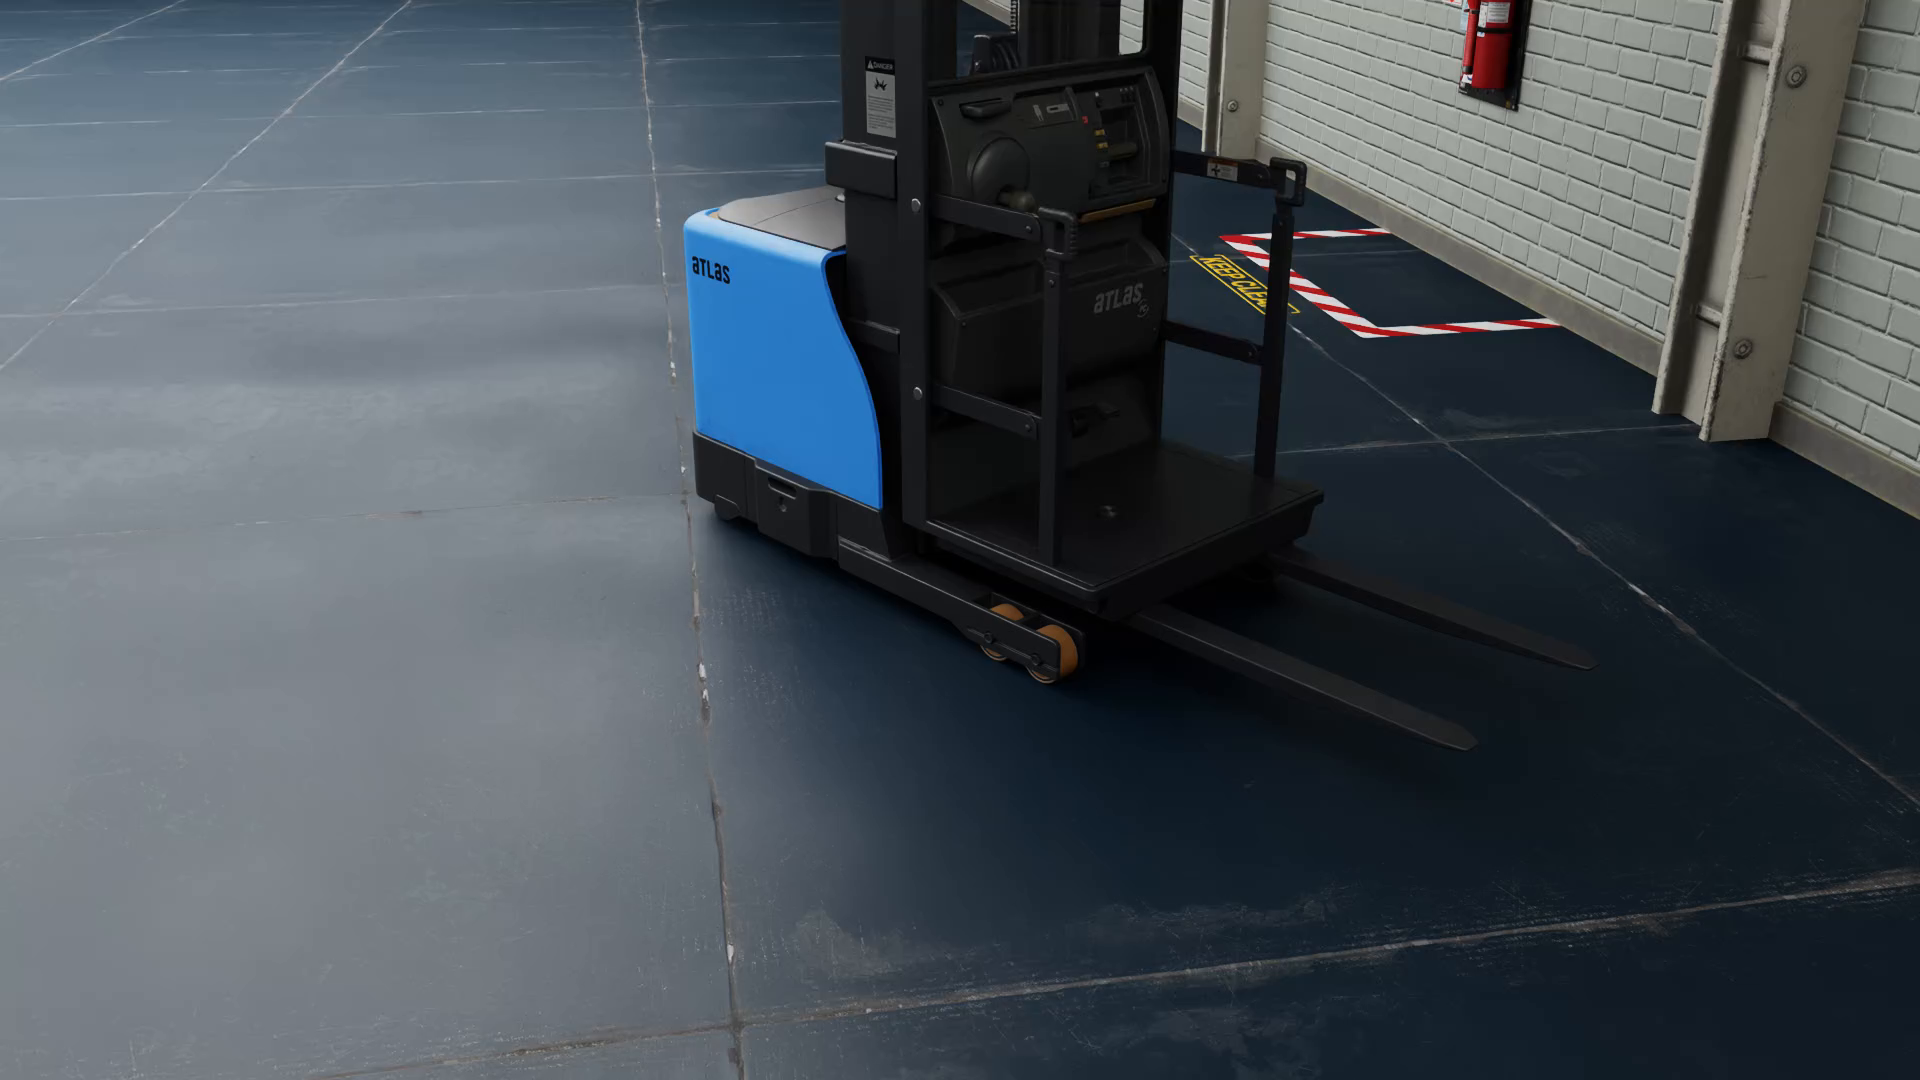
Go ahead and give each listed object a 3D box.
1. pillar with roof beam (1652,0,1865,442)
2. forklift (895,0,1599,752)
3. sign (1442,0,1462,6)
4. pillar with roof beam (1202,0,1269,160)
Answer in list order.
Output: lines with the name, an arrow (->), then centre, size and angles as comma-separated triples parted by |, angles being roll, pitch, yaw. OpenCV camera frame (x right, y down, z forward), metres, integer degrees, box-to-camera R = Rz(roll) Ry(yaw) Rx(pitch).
pillar with roof beam -> -1.133, -4.287, 4.323 | 9.100, 9.000, 0.400 | -4, 24, -10
forklift -> 0.423, -1.158, 4.740 | 1.110, 2.935, 3.031 | -21, 31, -39
sign -> 2.678, -3.073, 8.993 | 0.001, 0.329, 0.234 | -4, 24, -10
pillar with roof beam -> -2.242, -6.647, 9.726 | 9.100, 9.000, 0.400 | -4, 24, -10
